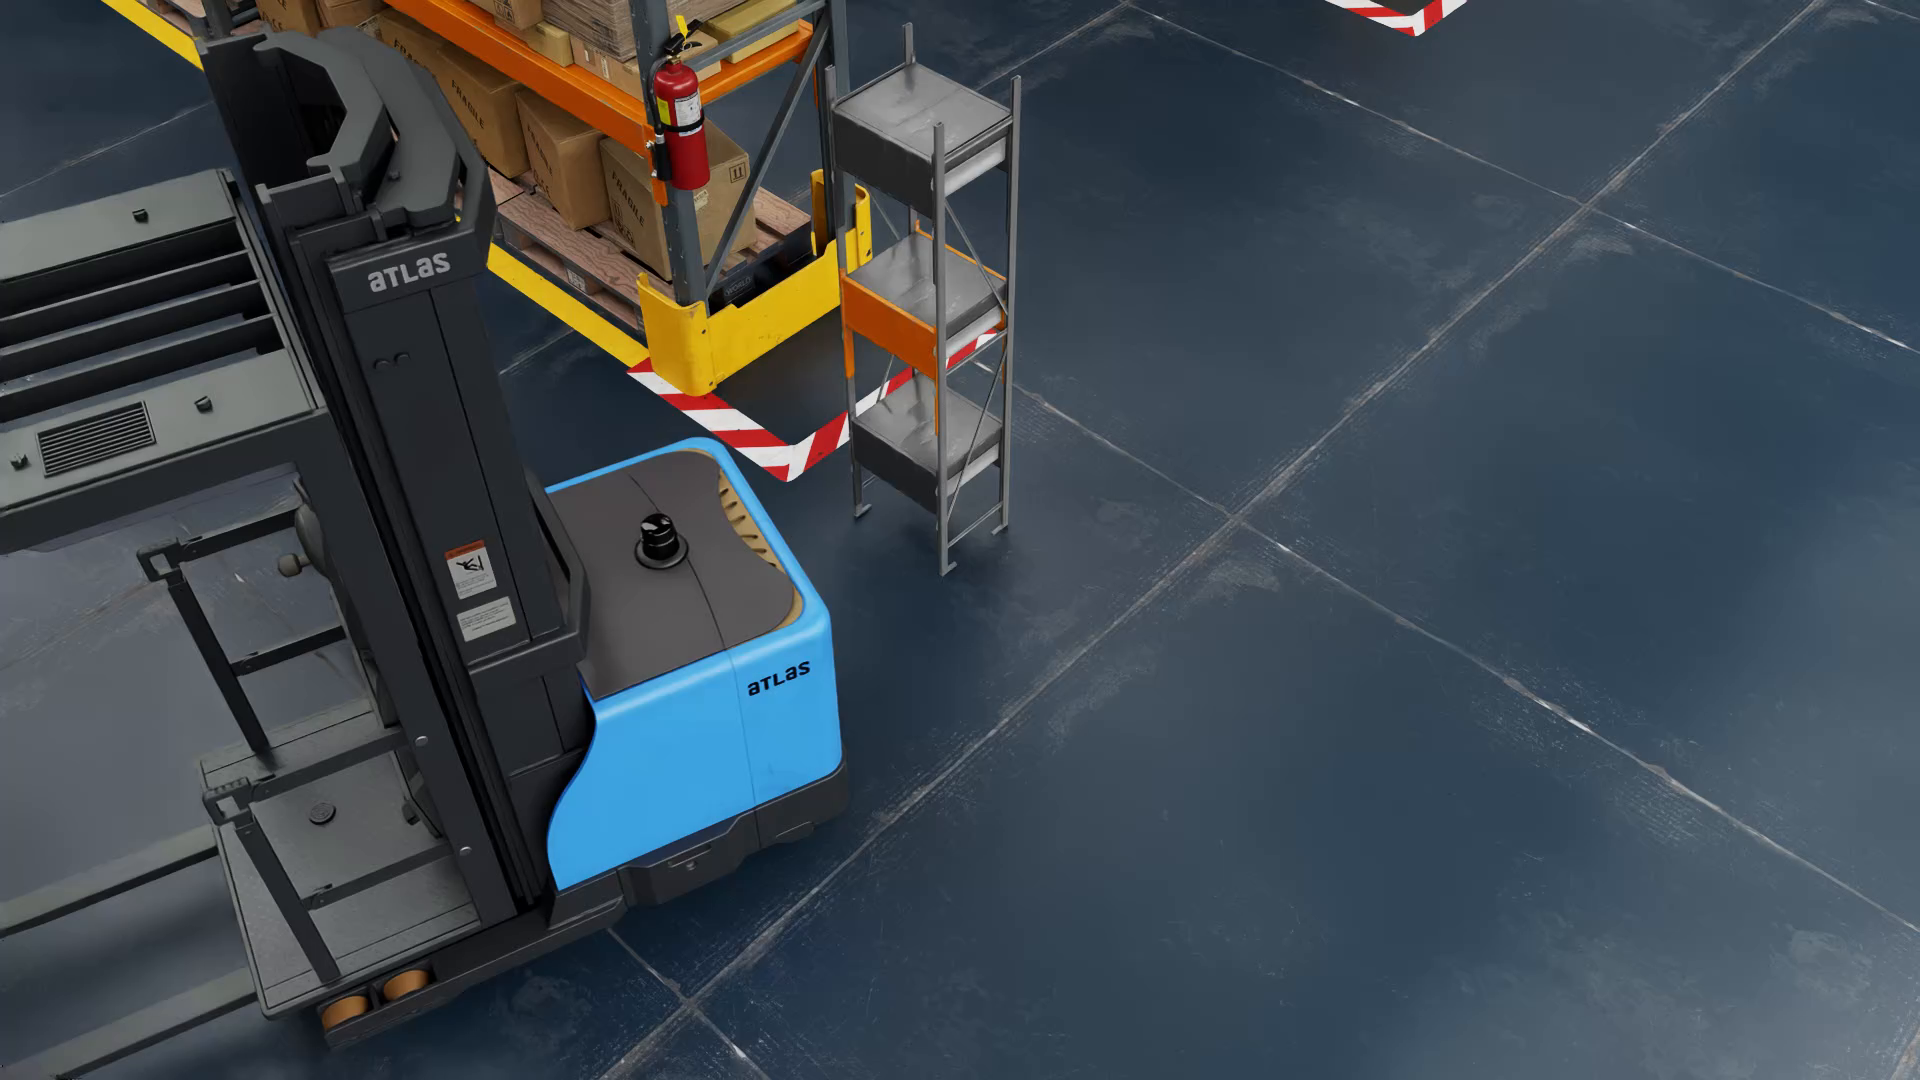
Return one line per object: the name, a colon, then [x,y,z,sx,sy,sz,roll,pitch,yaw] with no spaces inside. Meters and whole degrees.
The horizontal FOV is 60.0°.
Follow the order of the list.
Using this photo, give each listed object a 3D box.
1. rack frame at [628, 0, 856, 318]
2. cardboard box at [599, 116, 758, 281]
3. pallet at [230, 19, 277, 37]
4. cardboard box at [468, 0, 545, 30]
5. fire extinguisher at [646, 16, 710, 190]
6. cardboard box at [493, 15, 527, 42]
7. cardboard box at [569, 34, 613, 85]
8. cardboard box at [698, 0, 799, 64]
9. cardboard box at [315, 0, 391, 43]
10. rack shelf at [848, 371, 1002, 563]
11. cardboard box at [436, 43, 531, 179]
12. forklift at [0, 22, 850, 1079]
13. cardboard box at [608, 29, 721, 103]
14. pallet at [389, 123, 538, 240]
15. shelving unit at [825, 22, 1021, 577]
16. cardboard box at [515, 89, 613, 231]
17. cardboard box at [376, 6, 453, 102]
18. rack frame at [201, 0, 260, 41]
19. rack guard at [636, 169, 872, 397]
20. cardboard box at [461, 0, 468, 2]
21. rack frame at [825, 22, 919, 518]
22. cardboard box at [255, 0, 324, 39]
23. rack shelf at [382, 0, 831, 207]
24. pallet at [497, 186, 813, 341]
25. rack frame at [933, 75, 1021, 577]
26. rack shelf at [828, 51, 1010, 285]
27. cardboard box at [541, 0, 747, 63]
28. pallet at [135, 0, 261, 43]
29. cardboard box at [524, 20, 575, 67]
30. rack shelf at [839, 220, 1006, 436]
rack frame: [-0.858,-2.010,6.688,0.127,3.000,1.000,34,55,28]
cardboard box: [-1.305,-1.616,7.745,0.500,0.500,0.500,-28,53,-24]
pallet: [-3.280,-2.720,9.268,1.213,0.211,1.003,34,55,28]
cardboard box: [-1.692,-2.616,6.984,0.500,0.500,0.875,34,55,28]
fire extinguisher: [-1.086,-1.680,6.432,0.183,0.674,0.296,34,55,28]
cardboard box: [-1.783,-2.306,7.139,0.250,0.149,0.380,34,55,28]
cardboard box: [-1.391,-2.078,6.925,0.250,0.149,0.380,34,55,28]
cardboard box: [-0.906,-2.193,7.032,0.250,0.149,0.380,34,55,28]
cardboard box: [-3.104,-2.778,8.836,0.500,0.500,0.500,-22,51,-19]
rack shelf: [-0.122,-0.312,6.690,0.480,0.518,0.431,34,55,28]
cardboard box: [-2.215,-2.213,8.305,0.500,0.500,0.500,-33,55,-27]
forklift: [-1.937,0.171,4.688,3.031,2.935,1.130,-21,50,-19]
cardboard box: [-1.207,-1.955,6.808,0.250,0.149,0.380,34,55,28]
pallet: [-2.379,-2.117,8.702,1.213,0.211,1.003,34,55,28]
shelving unit: [-0.122,-0.801,6.170,0.503,2.100,0.431,34,55,28]
cardboard box: [-1.768,-1.893,8.005,0.500,0.500,0.500,-25,52,-21]
cardboard box: [-2.595,-2.513,8.587,0.500,0.500,0.500,29,53,25]
rack frame: [-3.797,-3.988,8.545,0.127,3.000,1.000,34,55,28]
rack guard: [-0.914,-1.192,7.635,0.348,0.500,1.175,34,55,28]
cardboard box: [-2.137,-2.564,7.380,0.250,0.149,0.380,34,55,28]
rack frame: [-0.301,-0.921,6.283,0.015,2.100,0.400,34,55,28]
cardboard box: [-3.531,-3.057,9.098,0.500,0.500,0.500,32,55,27]
rack shelf: [-2.328,-2.753,7.879,4.000,0.370,1.077,34,55,28]
pallet: [-1.487,-1.514,8.135,1.213,0.211,1.003,34,55,28]
rack frame: [0.058,-0.680,6.057,0.015,2.100,0.400,34,55,28]
rack shelf: [-0.122,-1.270,5.670,0.480,0.518,0.431,34,55,28]
cardboard box: [-1.243,-2.433,6.813,0.500,0.500,0.875,34,55,28]
pallet: [-4.370,-3.418,9.923,1.213,0.211,1.003,34,55,28]
cardboard box: [-1.609,-2.174,7.015,0.250,0.149,0.380,34,55,28]
rack shelf: [-0.122,-0.791,6.180,0.480,0.518,0.431,34,55,28]
